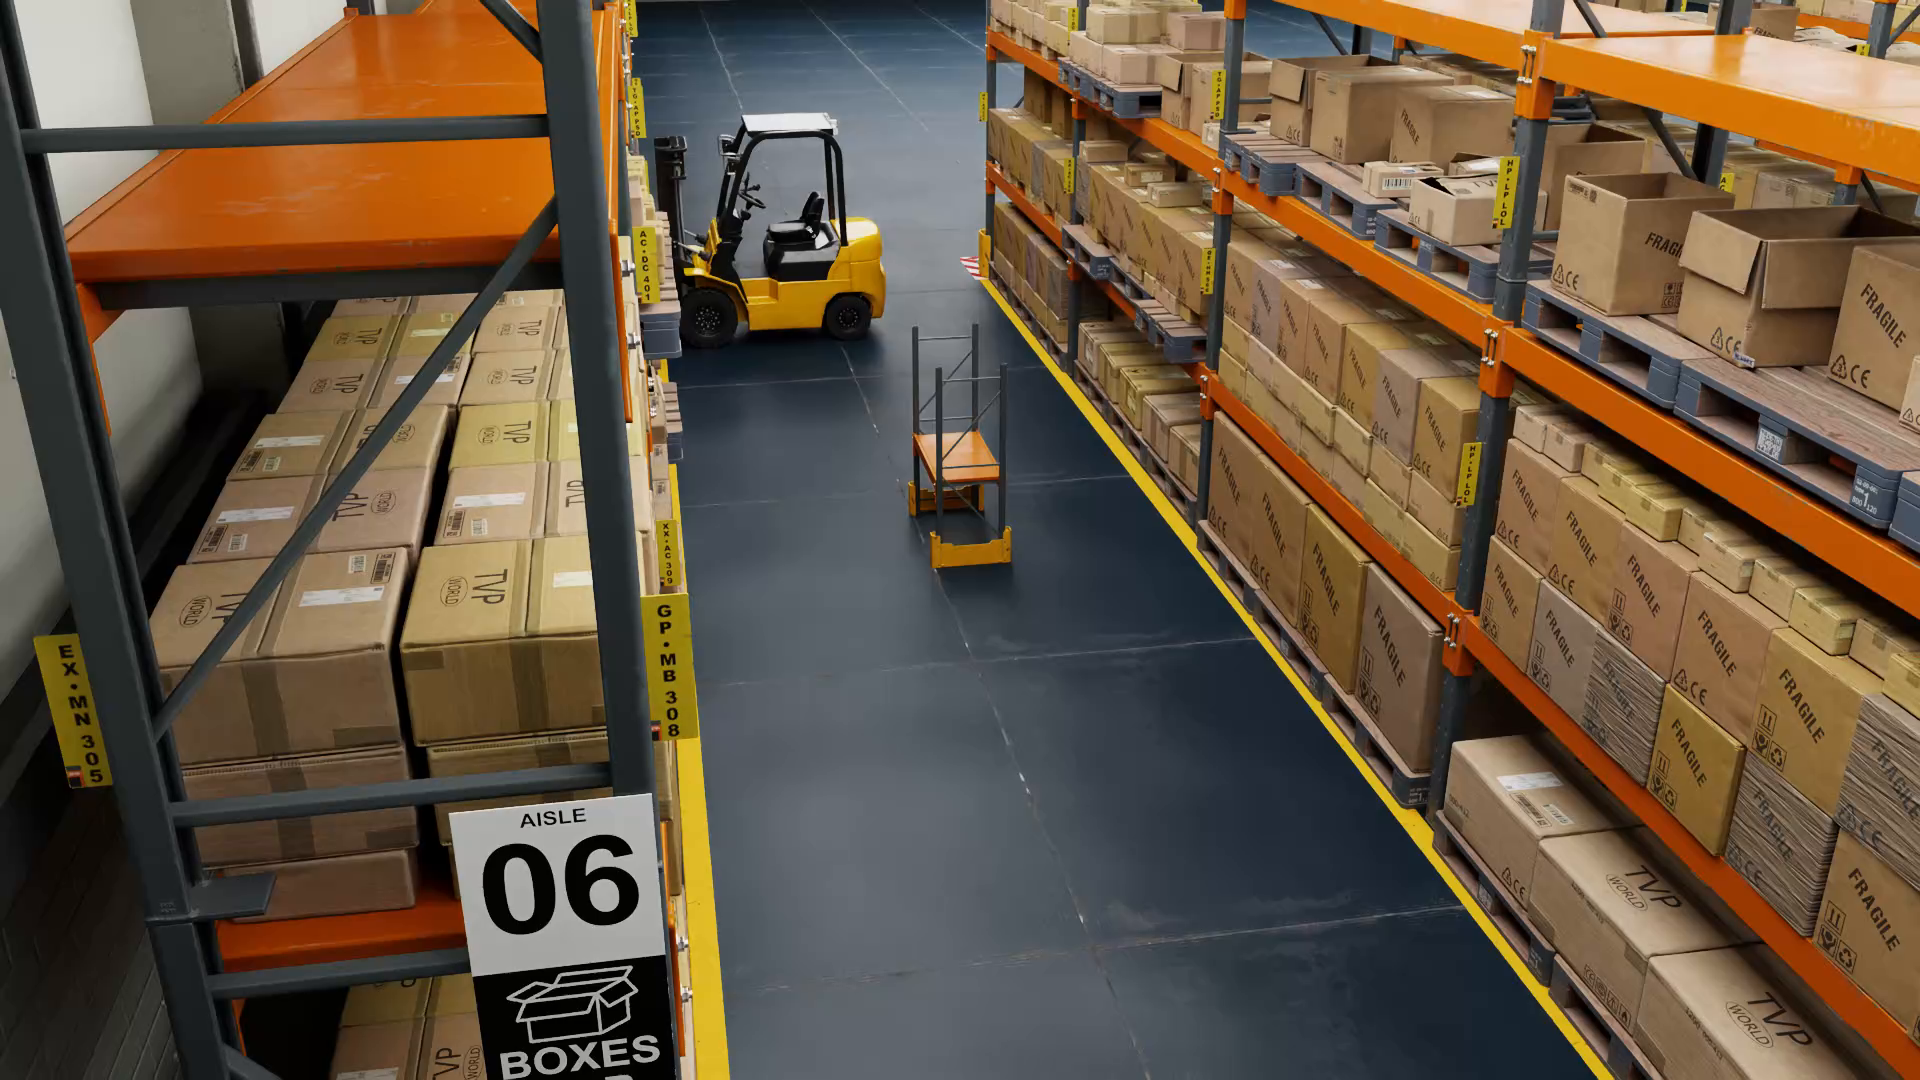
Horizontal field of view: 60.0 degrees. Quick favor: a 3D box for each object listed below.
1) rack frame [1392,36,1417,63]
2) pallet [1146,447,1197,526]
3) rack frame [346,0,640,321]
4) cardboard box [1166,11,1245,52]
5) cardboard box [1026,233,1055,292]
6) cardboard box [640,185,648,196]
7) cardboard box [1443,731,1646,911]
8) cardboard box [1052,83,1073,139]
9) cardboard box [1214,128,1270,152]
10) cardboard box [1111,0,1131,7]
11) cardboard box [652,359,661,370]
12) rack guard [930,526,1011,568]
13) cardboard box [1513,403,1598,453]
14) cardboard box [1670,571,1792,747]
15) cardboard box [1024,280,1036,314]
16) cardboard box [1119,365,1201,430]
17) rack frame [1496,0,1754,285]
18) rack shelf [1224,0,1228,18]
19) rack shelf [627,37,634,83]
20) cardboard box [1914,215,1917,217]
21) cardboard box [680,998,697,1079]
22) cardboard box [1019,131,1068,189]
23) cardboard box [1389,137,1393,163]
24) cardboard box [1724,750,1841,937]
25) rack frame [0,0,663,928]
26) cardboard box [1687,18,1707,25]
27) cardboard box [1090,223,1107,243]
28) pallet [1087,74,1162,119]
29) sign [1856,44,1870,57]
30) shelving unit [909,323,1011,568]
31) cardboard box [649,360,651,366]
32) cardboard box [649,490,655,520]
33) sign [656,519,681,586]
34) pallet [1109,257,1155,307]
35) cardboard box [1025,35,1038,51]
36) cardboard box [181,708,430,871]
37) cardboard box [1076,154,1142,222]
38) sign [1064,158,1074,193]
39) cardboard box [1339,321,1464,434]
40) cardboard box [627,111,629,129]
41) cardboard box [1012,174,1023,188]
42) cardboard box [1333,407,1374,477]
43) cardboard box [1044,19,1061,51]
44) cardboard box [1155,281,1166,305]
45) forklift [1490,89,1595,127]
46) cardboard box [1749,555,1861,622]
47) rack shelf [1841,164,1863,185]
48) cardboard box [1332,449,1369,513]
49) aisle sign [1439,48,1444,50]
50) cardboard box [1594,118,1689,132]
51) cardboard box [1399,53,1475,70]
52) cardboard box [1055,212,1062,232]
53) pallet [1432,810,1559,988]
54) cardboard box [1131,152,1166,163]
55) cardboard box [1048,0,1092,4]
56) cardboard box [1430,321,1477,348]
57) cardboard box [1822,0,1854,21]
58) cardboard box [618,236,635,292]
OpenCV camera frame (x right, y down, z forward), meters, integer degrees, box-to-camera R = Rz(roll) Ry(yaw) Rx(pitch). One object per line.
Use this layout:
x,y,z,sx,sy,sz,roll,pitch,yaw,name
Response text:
5.650,-4.996,20.184,1.000,3.000,0.127,-4,24,-10,rack frame
2.140,-0.473,13.312,1.003,0.211,1.213,-4,24,-10,pallet
-1.855,-2.250,6.402,1.000,3.000,0.127,-4,24,-10,rack frame
1.986,-4.126,13.482,0.500,0.250,0.500,-4,24,-9,cardboard box
0.979,-2.906,17.373,0.500,0.500,0.500,-3,24,-7,cardboard box
-1.677,-1.587,7.923,0.380,0.149,0.250,-5,24,-11,cardboard box
3.033,1.367,8.292,0.875,0.438,0.875,-5,24,-11,cardboard box
1.350,-4.447,17.180,0.700,0.500,0.500,-4,24,-10,cardboard box
2.018,-2.811,11.748,0.380,0.149,0.250,-4,24,-10,cardboard box
1.667,-5.100,15.991,0.380,0.149,0.250,-4,24,-10,cardboard box
-3.098,-1.795,15.766,0.500,0.250,0.500,-4,24,-9,cardboard box
0.078,0.051,12.063,0.587,0.250,0.087,-4,24,-10,rack guard
2.826,-0.528,7.769,0.380,0.149,0.250,-5,24,-11,cardboard box
3.134,0.431,6.383,0.500,0.500,0.500,-4,24,-10,cardboard box
0.972,-2.571,17.542,0.500,0.250,0.500,-4,24,-9,cardboard box
1.909,-1.243,14.349,0.950,0.372,0.625,-4,24,-8,cardboard box
3.023,-2.619,7.246,1.000,3.000,0.127,-4,24,-10,rack frame
1.913,-4.466,12.874,1.077,0.370,4.000,-4,24,-10,rack shelf
-3.704,-4.479,16.152,1.077,0.370,4.000,-4,24,-10,rack shelf
10.883,-3.643,19.685,0.500,0.500,0.500,-2,24,-5,cardboard box
-1.028,1.608,4.879,0.500,0.250,0.500,-4,24,-9,cardboard box
0.915,-3.962,17.320,0.500,0.500,0.500,-5,24,-11,cardboard box
2.882,-2.433,10.211,0.396,0.266,0.258,-5,24,-11,cardboard box
3.230,1.087,6.130,0.500,0.500,0.500,-4,24,-8,cardboard box
-1.115,-0.677,2.799,1.000,3.000,0.127,-4,24,-10,rack frame
6.834,-4.498,14.833,0.500,0.250,0.500,-5,24,-10,cardboard box
1.373,-2.754,14.841,0.380,0.149,0.250,-4,24,-9,cardboard box
1.748,-3.647,13.582,1.213,0.211,1.003,-4,24,-10,pallet
6.582,-3.459,12.173,0.100,0.325,0.005,-4,24,-10,sign
-0.014,-0.717,12.261,0.587,1.500,1.083,-4,24,-10,shelving unit
-2.524,-1.397,12.130,0.500,0.250,0.500,-5,24,-11,cardboard box
-1.184,-0.038,5.397,0.380,0.149,0.250,-4,24,-9,cardboard box
-1.323,0.059,7.528,0.100,0.325,0.005,-4,24,-10,sign
1.877,-2.131,13.864,1.003,0.211,1.213,-4,24,-10,pallet
0.877,-5.086,16.957,0.380,0.149,0.250,-5,24,-11,cardboard box
-1.465,0.475,3.725,0.500,0.250,0.500,-5,24,-11,cardboard box
1.348,-3.186,15.018,0.500,0.500,0.500,-4,24,-8,cardboard box
1.012,-3.370,15.380,0.100,0.325,0.005,-4,24,-10,sign
2.516,-0.935,9.511,0.500,0.500,0.500,-4,24,-8,cardboard box
-2.240,-2.586,10.236,0.380,0.149,0.250,-4,24,-8,cardboard box
0.776,-3.915,18.022,0.380,0.149,0.250,-4,24,-8,cardboard box
2.501,-0.585,9.647,0.500,0.250,0.500,-4,24,-8,cardboard box
1.103,-4.811,15.829,0.500,0.250,0.500,-5,24,-11,cardboard box
1.741,-1.928,12.948,0.380,0.149,0.250,-5,24,-12,cardboard box
4.812,-2.418,14.367,1.130,2.935,3.031,9,25,19,forklift
3.179,0.173,6.163,0.380,0.149,0.250,-4,24,-8,cardboard box
7.499,-2.108,10.722,1.077,0.370,4.000,-4,24,-10,rack shelf
2.524,-0.359,9.755,0.500,0.250,0.500,-5,24,-11,cardboard box
5.931,-6.238,19.779,0.394,0.787,0.004,-4,24,-10,aisle sign
6.487,-3.732,15.916,0.700,0.500,0.500,-5,24,-11,cardboard box
5.680,-5.411,19.597,0.875,0.550,0.550,-4,24,-10,cardboard box
1.131,-3.103,16.164,0.380,0.149,0.250,-4,24,-9,cardboard box
3.086,1.713,8.307,1.003,0.211,1.213,-4,24,-10,pallet
1.854,-3.227,15.111,0.500,0.500,0.500,-5,24,-11,cardboard box
1.062,-5.159,16.126,0.380,0.149,0.250,-5,24,-11,cardboard box
3.012,-0.964,9.578,0.500,0.500,0.500,-5,24,-11,cardboard box
10.479,-6.218,19.422,0.500,0.250,0.500,-5,24,-11,cardboard box
-1.525,-0.992,6.459,0.500,0.250,0.500,-4,24,-10,cardboard box
